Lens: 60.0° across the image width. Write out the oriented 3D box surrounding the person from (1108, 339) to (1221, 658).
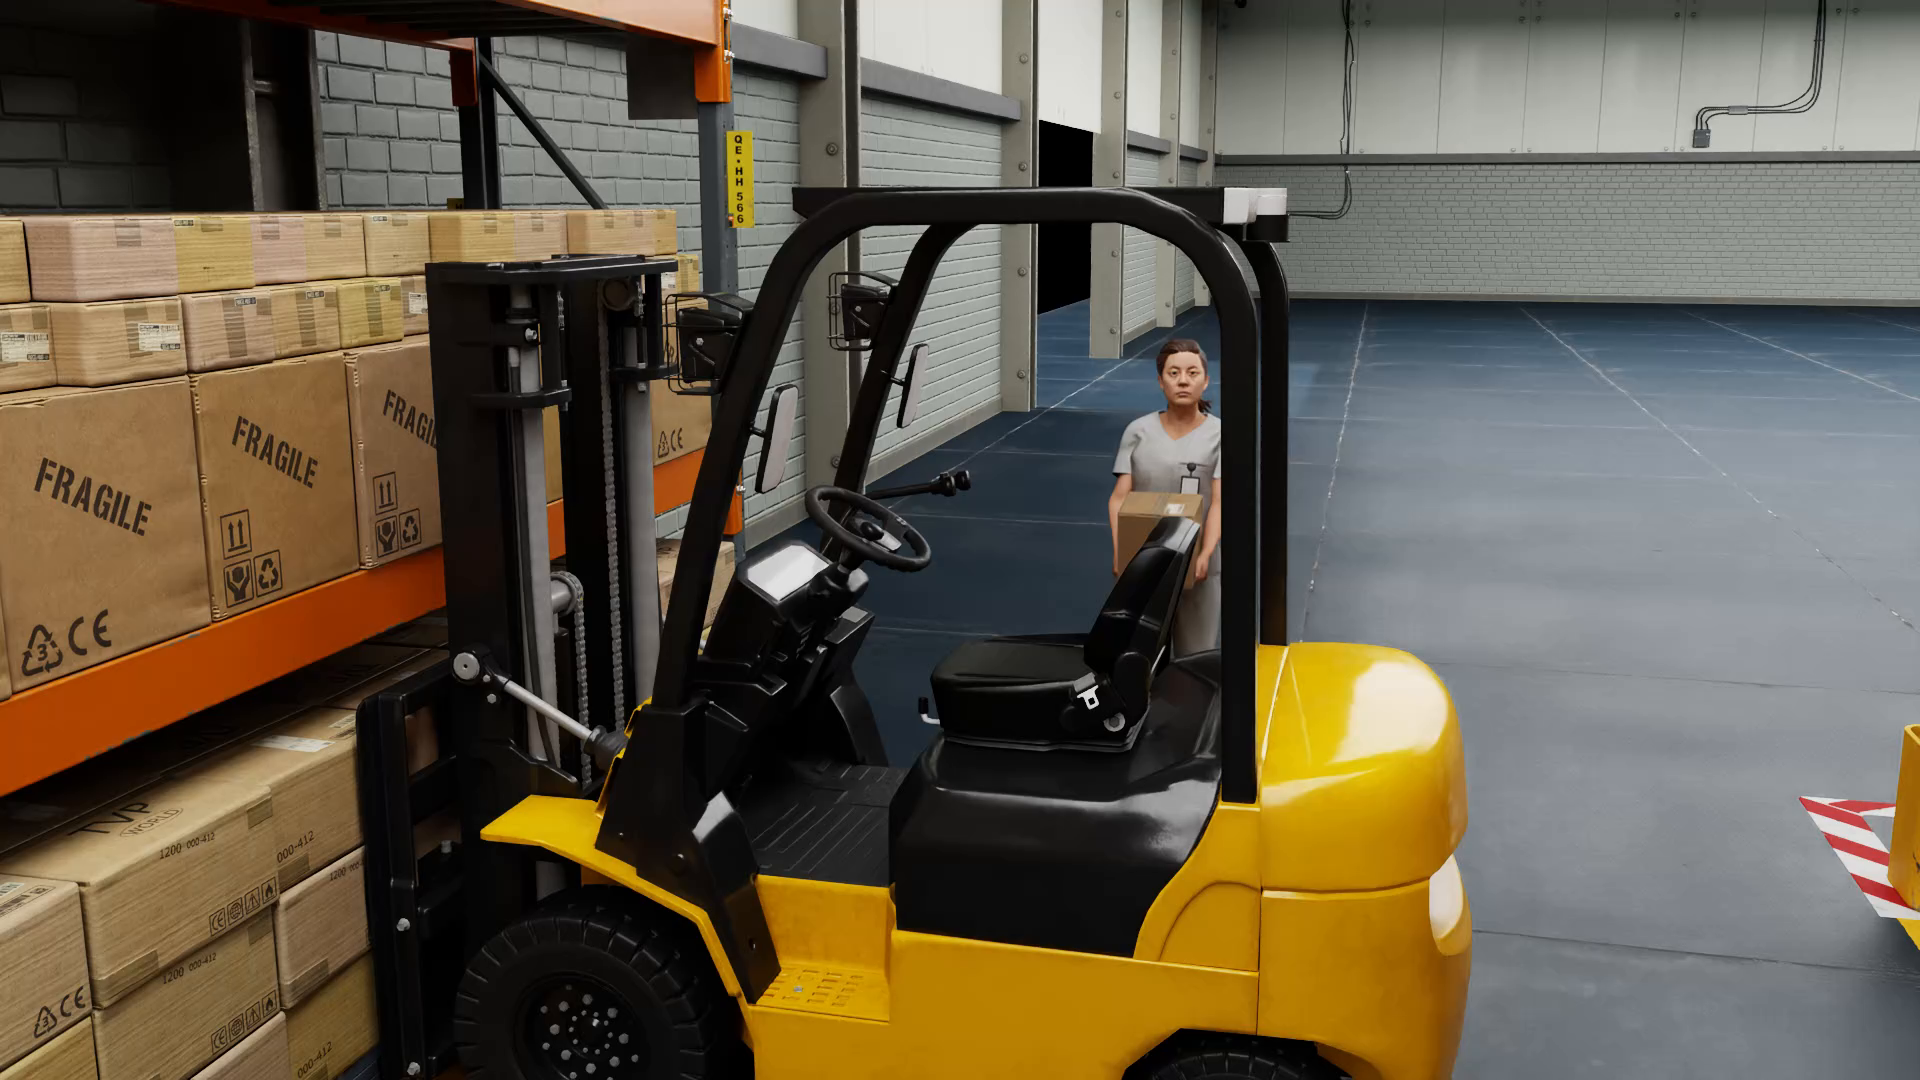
[{"bbox_3d":[0.729,0.141,5.795,0.436,1.662,0.554,3,12,15],"label":"person"}]
